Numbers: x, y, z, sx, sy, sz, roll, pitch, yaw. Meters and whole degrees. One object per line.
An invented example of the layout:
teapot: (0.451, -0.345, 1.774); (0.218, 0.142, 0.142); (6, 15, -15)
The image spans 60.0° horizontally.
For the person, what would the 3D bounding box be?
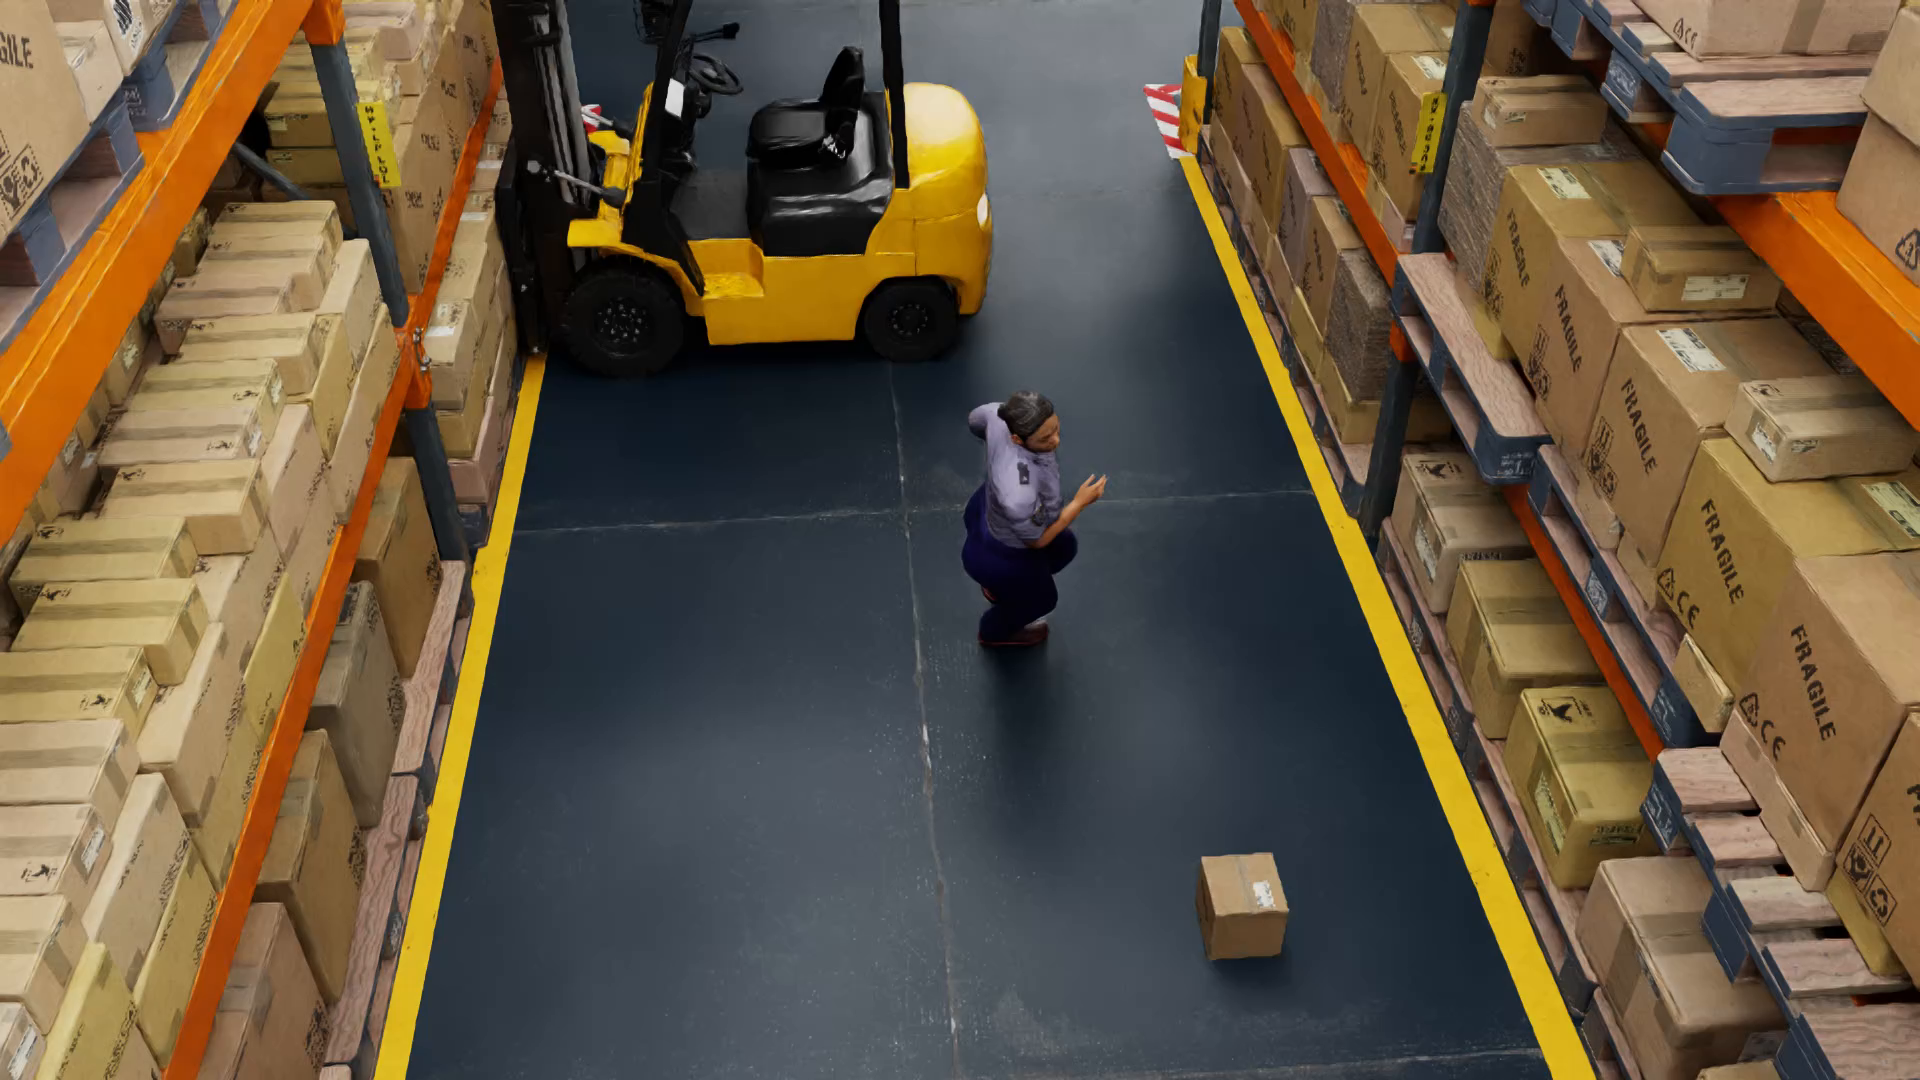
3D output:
person: (0.269, -0.082, 6.359); (0.541, 1.515, 0.892); (-2, 39, -2)
